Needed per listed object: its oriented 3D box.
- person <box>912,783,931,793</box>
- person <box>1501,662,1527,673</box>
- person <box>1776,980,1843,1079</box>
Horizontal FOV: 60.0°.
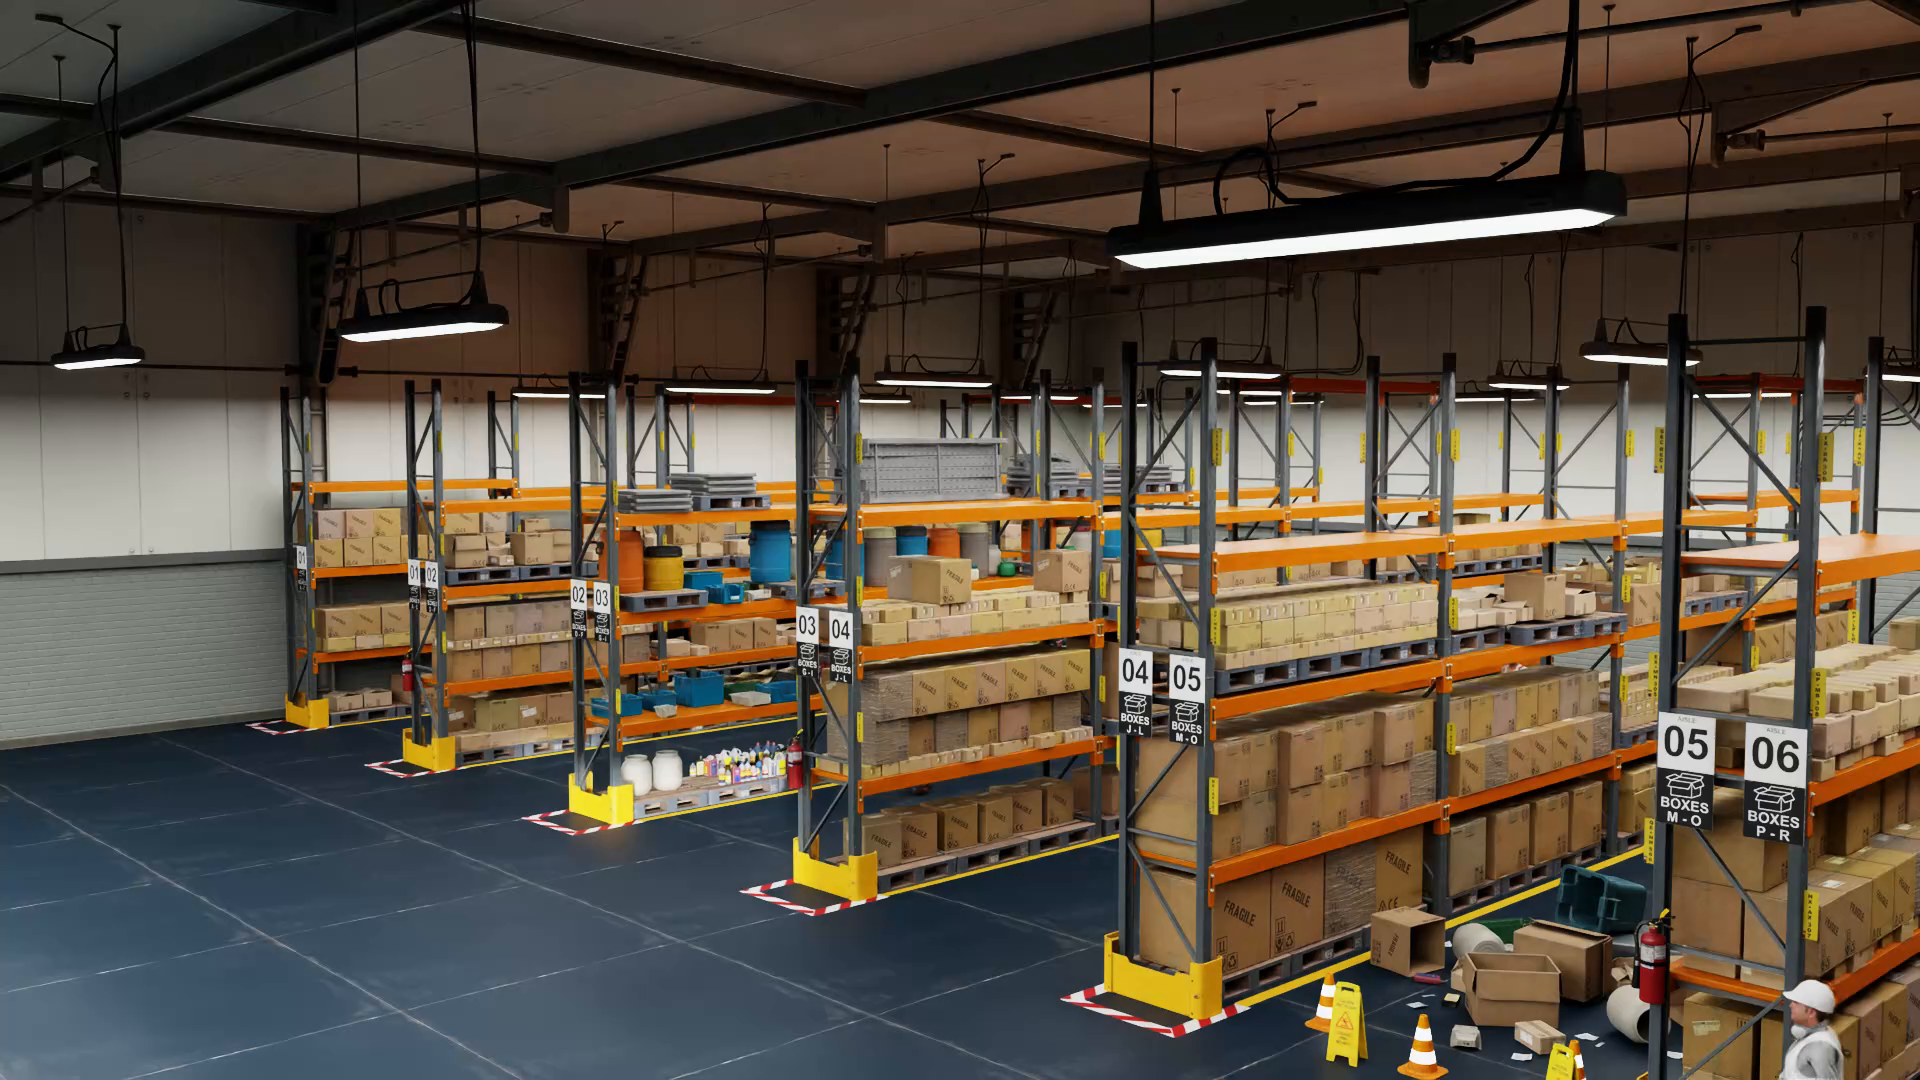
[{"bbox_3d":[-0.475,2.894,23.941,0.500,1.599,0.599,3,5,40],"label":"person"},{"bbox_3d":[8.732,2.611,26.295,0.535,1.842,0.596,-2,4,-34],"label":"person"},{"bbox_3d":[5.310,3.610,10.428,1.058,1.698,0.601,1,4,14],"label":"person"}]
